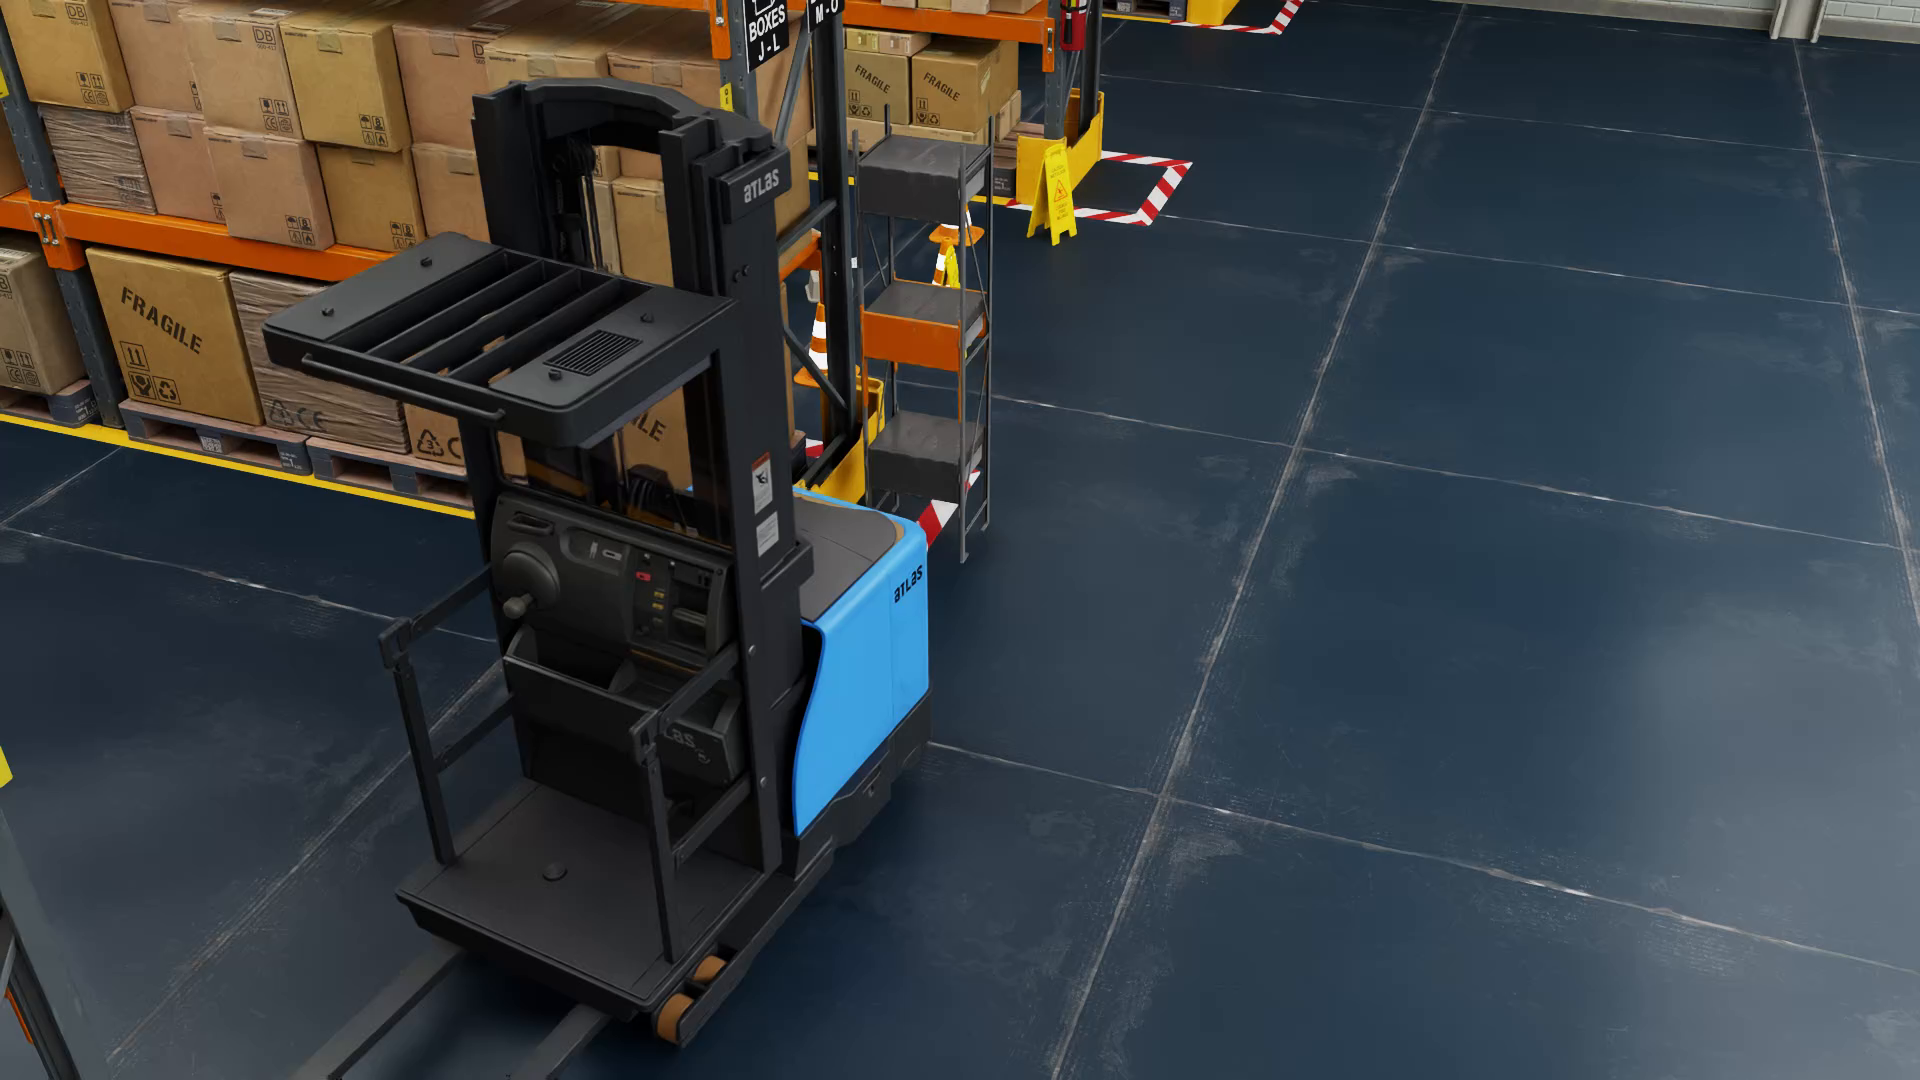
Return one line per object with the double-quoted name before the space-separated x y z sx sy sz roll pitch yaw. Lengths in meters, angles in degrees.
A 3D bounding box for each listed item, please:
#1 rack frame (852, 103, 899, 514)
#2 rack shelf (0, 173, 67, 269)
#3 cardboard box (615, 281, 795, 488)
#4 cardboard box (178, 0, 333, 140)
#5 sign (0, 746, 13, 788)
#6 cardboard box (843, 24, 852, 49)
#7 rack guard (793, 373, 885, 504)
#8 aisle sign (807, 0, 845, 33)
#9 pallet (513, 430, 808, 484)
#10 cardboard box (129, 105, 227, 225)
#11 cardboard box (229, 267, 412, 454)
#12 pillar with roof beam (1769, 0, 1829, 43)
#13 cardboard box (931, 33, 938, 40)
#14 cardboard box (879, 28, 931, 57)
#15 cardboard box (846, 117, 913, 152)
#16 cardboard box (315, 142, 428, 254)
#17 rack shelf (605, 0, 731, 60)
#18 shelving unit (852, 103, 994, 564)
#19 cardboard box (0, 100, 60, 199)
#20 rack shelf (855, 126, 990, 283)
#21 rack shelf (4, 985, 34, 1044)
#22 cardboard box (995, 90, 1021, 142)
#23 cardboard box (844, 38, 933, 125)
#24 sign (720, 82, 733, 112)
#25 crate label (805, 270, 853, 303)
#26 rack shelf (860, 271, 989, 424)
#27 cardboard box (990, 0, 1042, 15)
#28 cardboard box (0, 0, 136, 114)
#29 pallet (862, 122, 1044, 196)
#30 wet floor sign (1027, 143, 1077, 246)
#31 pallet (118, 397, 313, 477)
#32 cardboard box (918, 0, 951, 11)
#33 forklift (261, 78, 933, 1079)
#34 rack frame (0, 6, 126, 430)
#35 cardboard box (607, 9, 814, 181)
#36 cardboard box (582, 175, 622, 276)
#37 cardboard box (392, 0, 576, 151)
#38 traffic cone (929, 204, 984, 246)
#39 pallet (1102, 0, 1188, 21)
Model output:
"rack frame" -0.386 -0.957 7.797 0.015 2.100 0.400 11 34 16
"rack shelf" -6.406 -2.197 9.550 4.000 0.370 1.077 11 34 16
"cardboard box" -1.418 -0.775 8.257 0.875 0.875 0.875 11 35 17
"cardboard box" -3.169 -2.354 7.997 0.550 0.550 0.875 11 34 16
"sign" -2.343 0.472 3.955 0.005 0.325 0.100 11 34 16
"cardboard box" -0.876 -3.699 12.072 0.250 0.149 0.380 12 35 19
"rack guard" -0.735 -0.346 8.326 0.348 0.500 1.175 11 34 16
"aisle sign" -0.590 -2.633 7.167 0.004 0.787 0.394 11 34 16
"pallet" -1.537 -0.336 8.576 1.213 0.211 1.003 11 34 16
"cardboard box" -3.646 -2.045 8.514 0.550 0.550 0.875 11 34 16
"cardboard box" -3.105 -1.103 8.765 0.875 0.875 0.875 11 35 17
"pillar with roof beam" 6.333 -6.294 9.702 0.400 9.000 9.100 11 34 16
"cardboard box" -0.365 -3.670 12.625 0.500 0.500 0.500 10 34 15
"cardboard box" -0.393 -3.602 11.922 0.250 0.149 0.380 12 35 18
"cardboard box" -0.520 -3.078 12.399 0.500 0.250 0.500 11 34 17
"cardboard box" -2.645 -1.841 8.197 0.500 0.550 0.875 11 34 16
"rack shelf" -2.640 -2.725 7.603 4.000 0.370 1.077 11 34 16
"shelving unit" -0.156 -0.912 7.727 0.503 2.100 0.431 11 34 16
"cardboard box" -5.105 -2.134 8.698 0.500 0.500 0.500 11 34 16
"rack shelf" -0.156 -1.489 7.355 0.480 0.518 0.431 11 34 16
"rack shelf" -4.409 1.049 4.522 4.000 0.370 1.077 11 34 16
"cardboard box" 0.151 -3.257 12.677 0.500 0.250 0.500 11 34 16
"cardboard box" -0.517 -3.391 12.192 0.500 0.500 0.500 12 35 18
"sign" -0.954 -1.712 6.851 0.005 0.325 0.100 11 34 16
"crate label" -0.838 -1.648 10.676 0.298 0.136 0.250 -6 33 -9
"rack shelf" -0.156 -0.901 7.735 0.480 0.518 0.431 11 34 16
"cardboard box" 0.393 -3.801 11.603 0.250 0.149 0.380 12 35 18
"cardboard box" -4.187 -2.565 8.323 0.550 0.550 0.875 11 34 16
"pallet" -0.007 -2.956 12.634 1.213 0.211 1.003 11 34 16
"wet floor sign" 0.635 -2.377 11.336 0.232 0.644 0.267 24 40 32
"pallet" -3.834 -0.782 9.267 1.213 0.211 1.003 11 34 16
"cardboard box" -0.117 -3.848 11.677 0.250 0.149 0.380 10 34 16
"forklift" -1.250 0.189 5.255 1.130 2.935 3.031 16 36 23
"rack frame" -4.523 -2.133 8.788 0.127 3.000 1.000 11 34 16
"cardboard box" -1.094 -2.005 7.457 0.550 0.550 0.875 11 34 16
"cardboard box" -1.647 -1.598 7.822 0.550 0.550 0.875 11 34 16
"cardboard box" -2.124 -2.231 7.806 0.550 0.550 0.875 11 34 16
"traffic cone" -0.023 -2.301 11.388 0.334 0.463 0.336 11 34 16
"pallet" 1.754 -5.429 16.464 1.213 0.211 1.003 11 34 16
